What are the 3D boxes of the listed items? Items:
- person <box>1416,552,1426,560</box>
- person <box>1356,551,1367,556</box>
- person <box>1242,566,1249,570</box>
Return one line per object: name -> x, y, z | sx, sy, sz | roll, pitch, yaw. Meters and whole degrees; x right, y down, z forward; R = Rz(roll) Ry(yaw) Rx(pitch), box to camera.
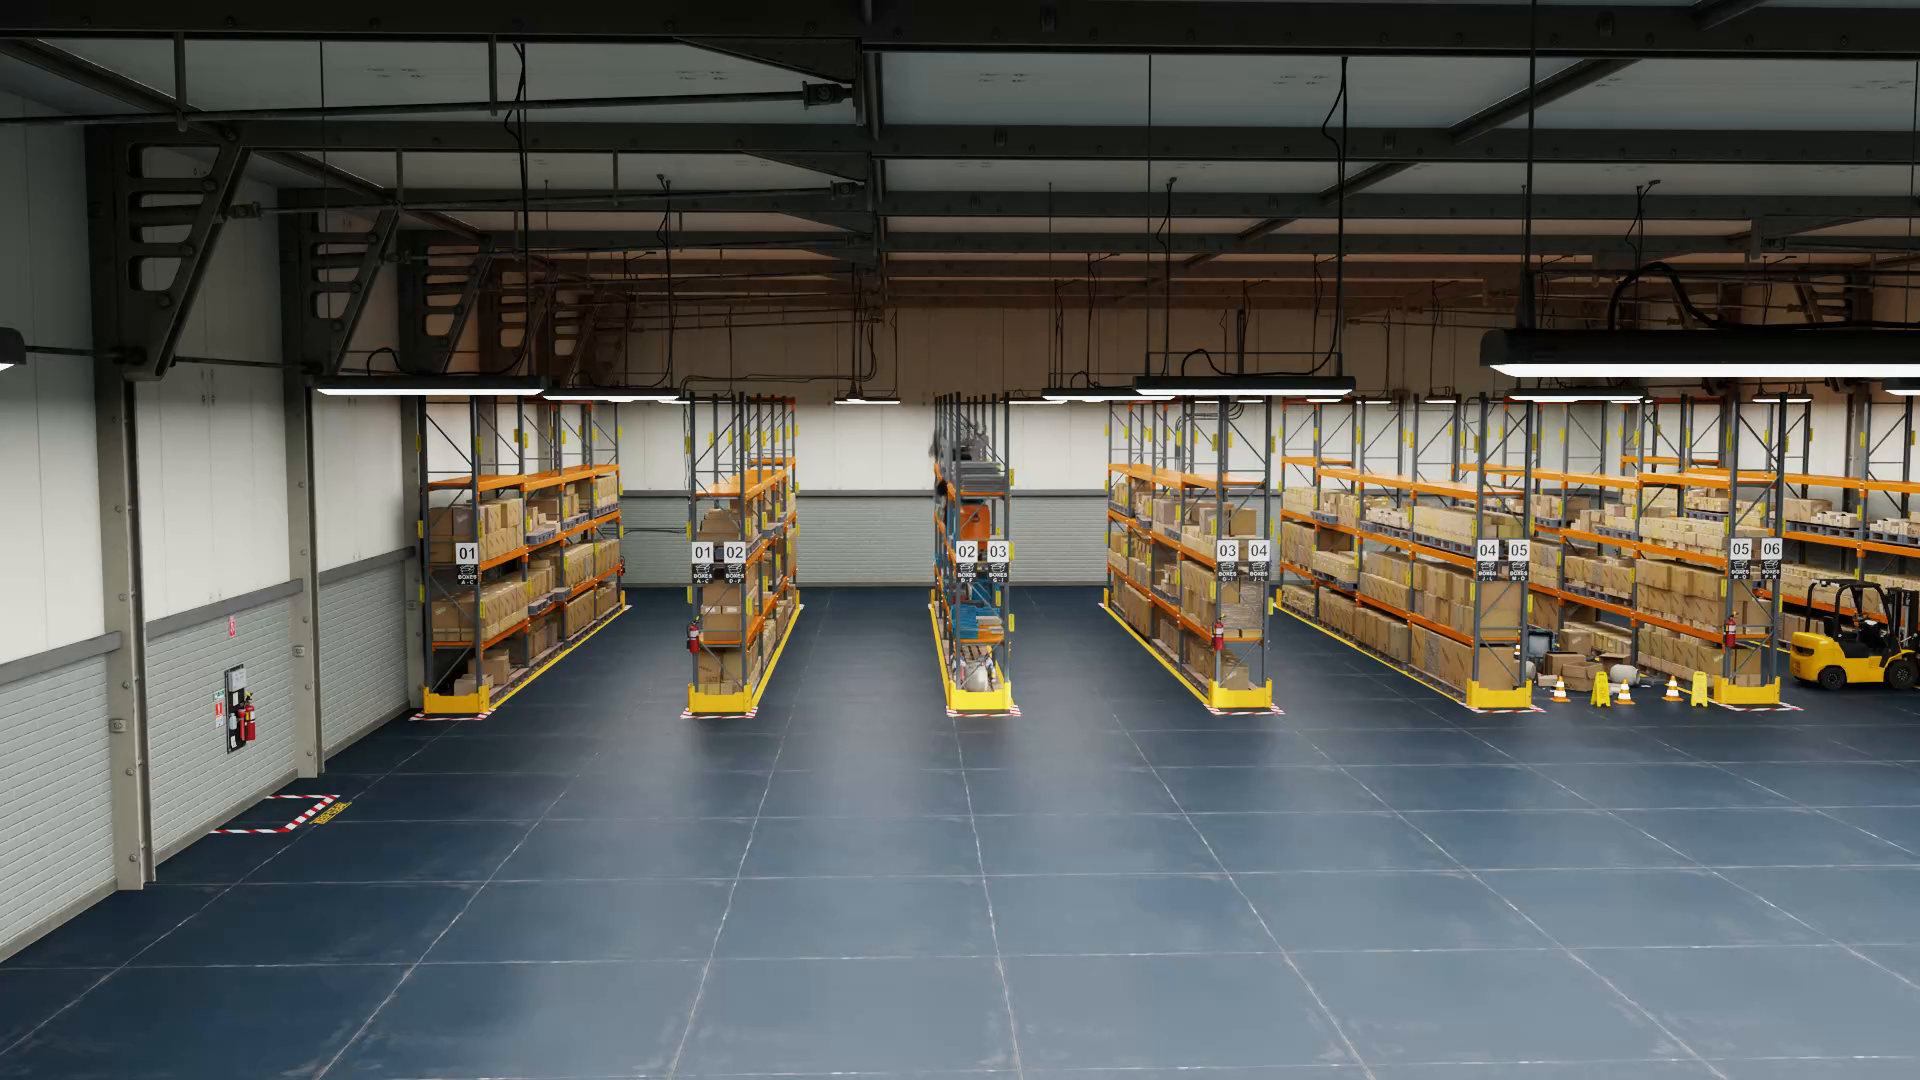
person -> 13.615, 0.977, 49.309 | 0.566, 1.610, 0.635 | 0, 5, 3
person -> 11.733, 0.925, 49.057 | 0.733, 1.790, 0.627 | 0, 5, 1
person -> 8.348, 1.070, 48.035 | 0.626, 1.656, 0.838 | 3, 5, 31
